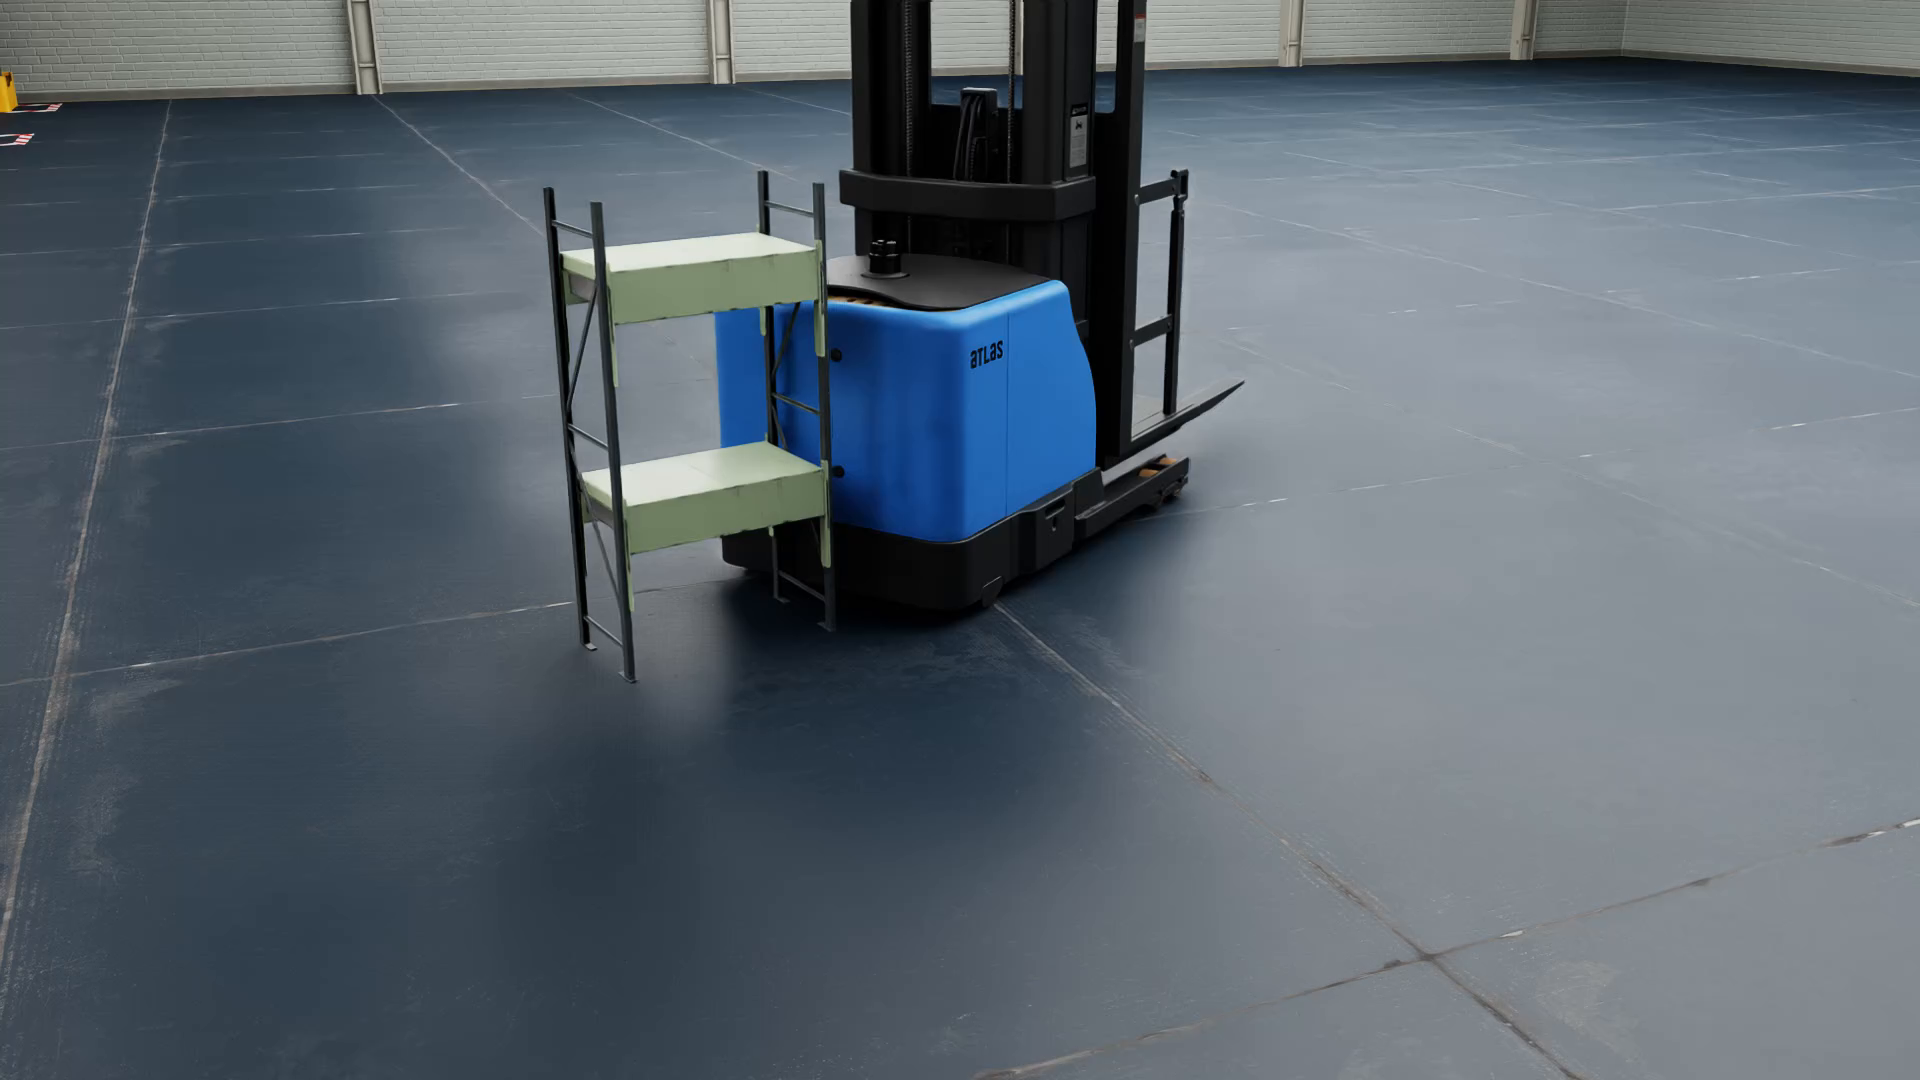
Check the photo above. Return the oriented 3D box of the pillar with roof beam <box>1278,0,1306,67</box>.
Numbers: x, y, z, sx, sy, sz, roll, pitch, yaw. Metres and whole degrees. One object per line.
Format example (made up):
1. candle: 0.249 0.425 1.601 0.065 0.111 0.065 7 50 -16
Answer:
1. pillar with roof beam: 8.481 -12.673 28.964 0.400 9.000 9.100 -8 21 -22

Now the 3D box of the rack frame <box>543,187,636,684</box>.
1. rack frame: -1.144 -0.311 5.146 0.023 1.500 0.400 -13 23 -32

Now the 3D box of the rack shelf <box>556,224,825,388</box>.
1. rack shelf: -0.843 -0.748 5.212 0.720 0.370 0.431 -13 23 -32

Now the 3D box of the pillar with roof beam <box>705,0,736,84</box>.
1. pillar with roof beam: -2.537 -11.094 24.481 0.400 9.000 9.100 -8 21 -22

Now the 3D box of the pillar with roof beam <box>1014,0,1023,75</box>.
1. pillar with roof beam: 2.972 -11.883 26.723 0.400 9.000 9.100 -8 21 -22

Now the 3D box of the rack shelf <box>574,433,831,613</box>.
1. rack shelf: -0.843 -0.072 5.450 0.720 0.370 0.431 -13 23 -32

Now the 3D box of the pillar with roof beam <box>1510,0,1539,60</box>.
1. pillar with roof beam: 13.991 -13.462 31.206 0.400 9.000 9.100 -8 21 -22

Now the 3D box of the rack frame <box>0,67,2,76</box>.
1. rack frame: -14.264 -7.815 24.202 0.127 3.000 1.000 -8 21 -22

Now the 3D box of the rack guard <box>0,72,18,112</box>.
1. rack guard: -14.242 -6.639 24.626 0.348 0.500 1.175 -8 21 -22

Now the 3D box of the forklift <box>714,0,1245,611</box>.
1. forklift: 0.315 -1.582 6.603 1.130 2.935 3.031 11 22 29

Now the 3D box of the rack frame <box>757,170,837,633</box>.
1. rack frame: -0.541 -0.448 5.537 0.023 1.500 0.400 -13 23 -32

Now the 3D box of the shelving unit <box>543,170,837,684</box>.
1. shelving unit: -0.843 -0.380 5.342 0.755 1.500 0.431 -13 23 -32

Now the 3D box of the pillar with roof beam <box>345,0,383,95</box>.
1. pillar with roof beam: -8.046 -10.305 22.239 0.400 9.000 9.100 -8 21 -22
